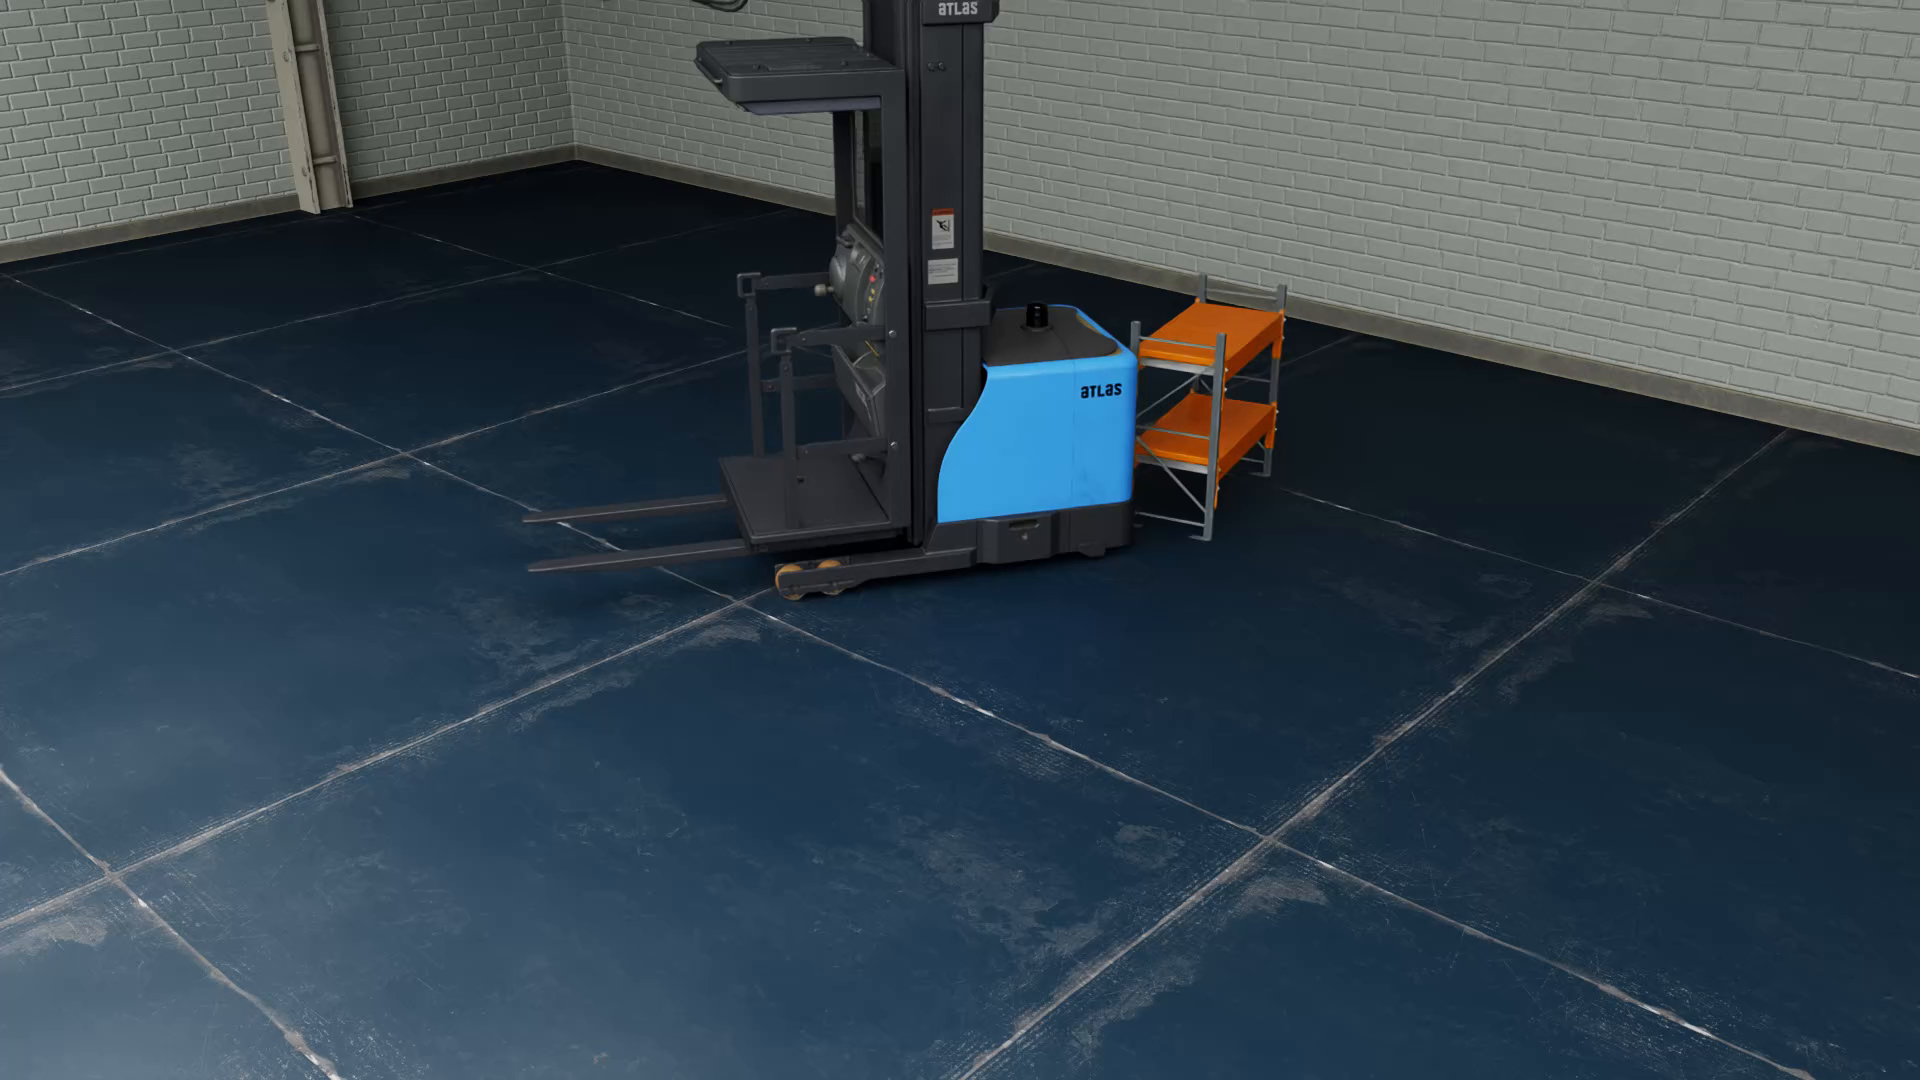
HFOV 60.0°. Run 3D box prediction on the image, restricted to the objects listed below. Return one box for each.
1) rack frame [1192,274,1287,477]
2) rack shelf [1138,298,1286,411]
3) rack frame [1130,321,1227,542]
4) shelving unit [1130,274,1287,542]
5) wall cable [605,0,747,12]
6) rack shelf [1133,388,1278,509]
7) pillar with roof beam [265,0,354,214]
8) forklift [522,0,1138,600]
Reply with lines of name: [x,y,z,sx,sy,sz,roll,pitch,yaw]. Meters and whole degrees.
rack frame: [1.565,-0.928,9.444,0.500,1.125,0.032,12,27,25]
rack shelf: [1.333,-1.010,8.912,0.538,0.278,1.000,12,27,25]
rack frame: [1.101,-0.558,8.619,0.500,1.125,0.032,12,27,25]
shelving unit: [1.333,-0.743,9.031,0.538,1.125,1.048,12,27,25]
wall cable: [-3.063,-6.380,15.777,3.097,2.526,0.112,20,31,38]
rack shelf: [1.333,-0.520,9.132,0.538,0.278,1.000,12,27,25]
pillar with roof beam: [-2.808,-6.085,11.323,9.100,9.000,0.400,20,31,38]
forklift: [-0.682,-1.288,8.040,3.031,2.935,1.130,-7,25,-14]
